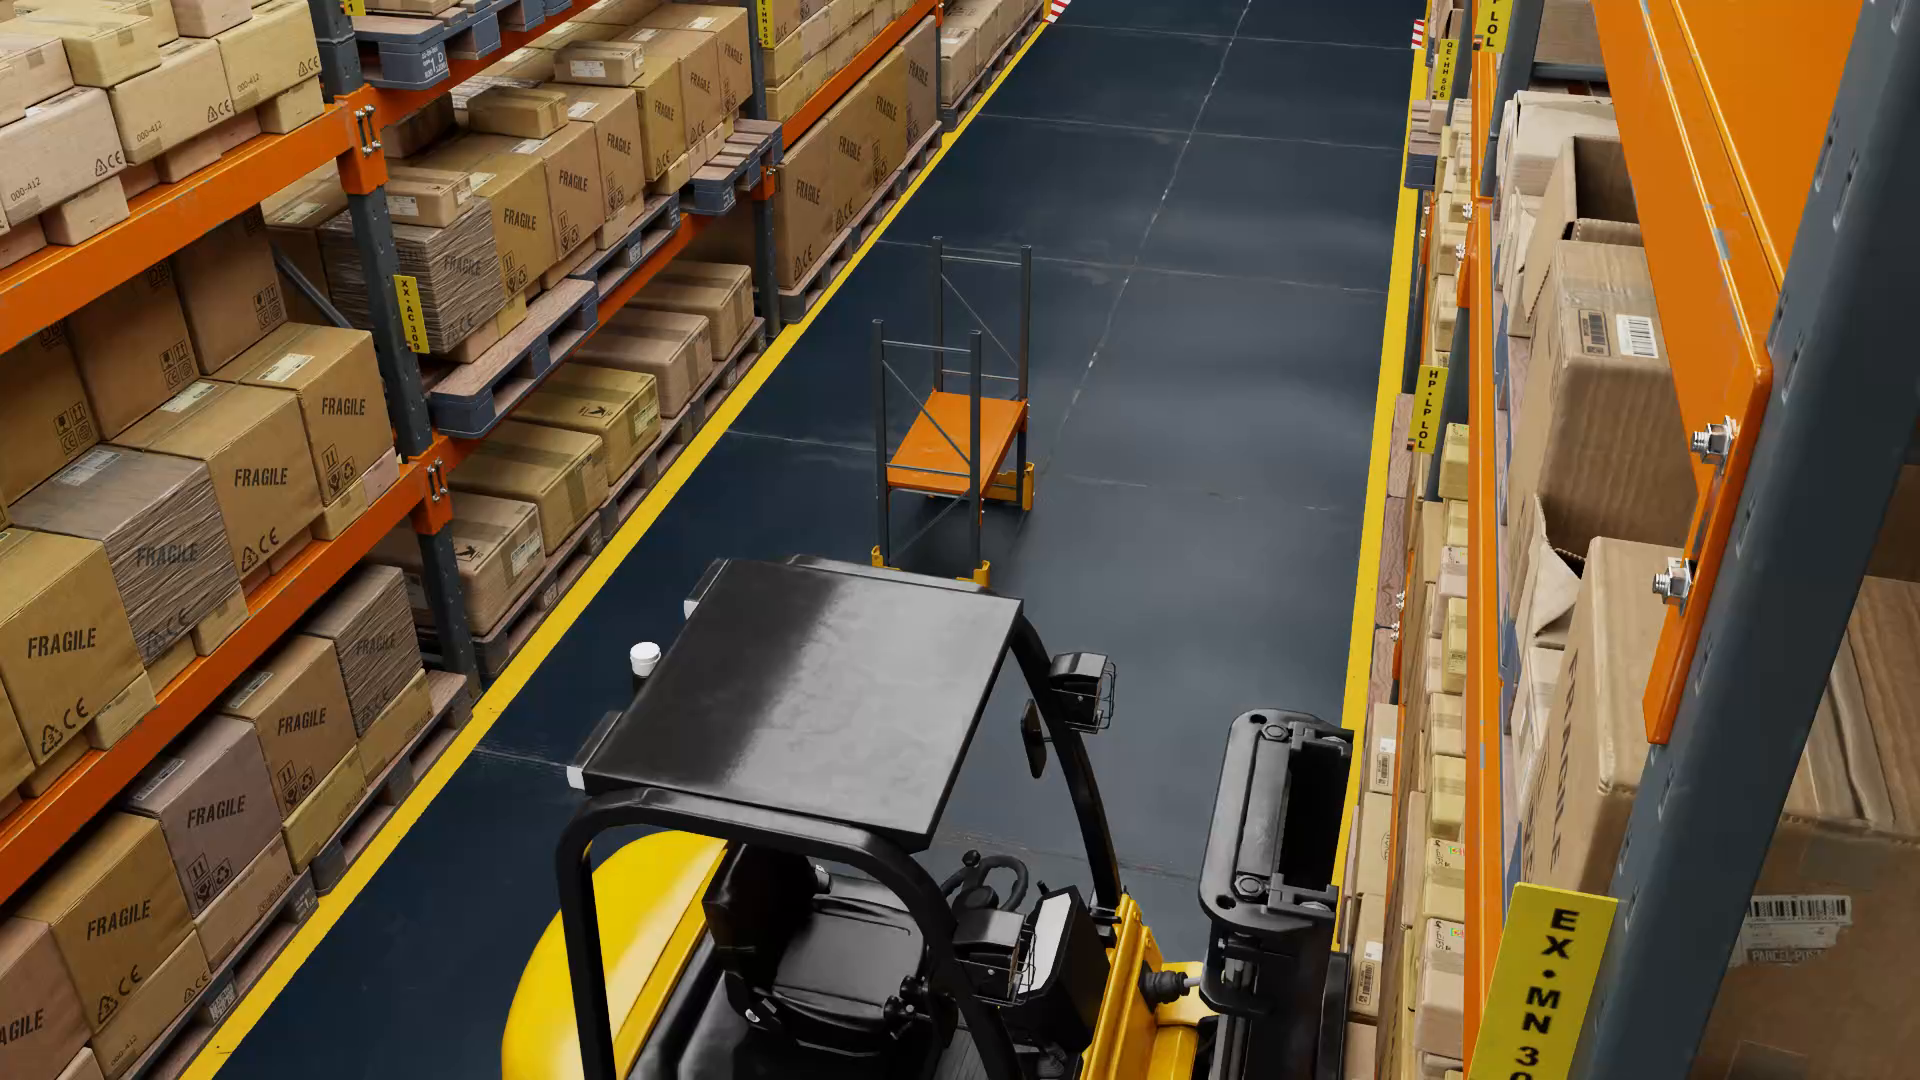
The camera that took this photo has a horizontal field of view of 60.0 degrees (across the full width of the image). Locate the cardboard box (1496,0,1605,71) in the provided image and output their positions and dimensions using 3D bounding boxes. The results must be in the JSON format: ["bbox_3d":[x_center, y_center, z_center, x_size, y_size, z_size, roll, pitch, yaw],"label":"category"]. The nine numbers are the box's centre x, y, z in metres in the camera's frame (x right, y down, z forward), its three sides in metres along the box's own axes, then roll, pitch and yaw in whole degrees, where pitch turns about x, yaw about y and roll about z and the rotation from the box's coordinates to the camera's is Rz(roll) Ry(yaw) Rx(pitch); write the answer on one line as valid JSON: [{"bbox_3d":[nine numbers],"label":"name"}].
[{"bbox_3d":[2.064,-1.773,5.546,0.500,0.311,0.500,7,33,11],"label":"cardboard box"}]

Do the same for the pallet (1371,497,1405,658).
[{"bbox_3d":[2.572,0.237,8.180,1.003,0.211,1.213,8,33,12],"label":"pallet"}]

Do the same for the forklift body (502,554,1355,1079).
[{"bbox_3d":[-0.183,1.285,4.725,2.313,2.155,1.214,8,33,12],"label":"forklift body"}]

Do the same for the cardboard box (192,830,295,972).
[{"bbox_3d":[-2.836,1.277,6.117,0.500,0.250,0.500,9,33,13],"label":"cardboard box"}]

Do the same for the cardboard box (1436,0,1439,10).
[{"bbox_3d":[3.807,-4.067,11.867,0.700,0.500,0.500,9,34,14],"label":"cardboard box"}]

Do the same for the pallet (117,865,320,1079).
[{"bbox_3d":[-3.130,1.574,6.077,1.003,0.211,1.213,8,33,12],"label":"pallet"}]

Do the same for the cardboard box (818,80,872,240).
[{"bbox_3d":[-1.185,-2.757,11.879,0.875,0.875,0.875,8,33,13],"label":"cardboard box"}]

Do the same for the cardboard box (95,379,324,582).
[{"bbox_3d":[-2.683,-0.226,5.939,0.500,0.500,0.500,9,34,14],"label":"cardboard box"}]

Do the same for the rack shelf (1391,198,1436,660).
[{"bbox_3d":[2.623,-0.651,7.649,1.077,0.370,4.000,8,33,12],"label":"rack shelf"}]

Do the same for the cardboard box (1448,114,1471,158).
[{"bbox_3d":[2.698,-2.045,8.472,0.380,0.149,0.250,9,33,13],"label":"cardboard box"}]

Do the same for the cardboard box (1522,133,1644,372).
[{"bbox_3d":[1.519,-0.449,3.284,0.797,0.503,0.637,9,34,14],"label":"cardboard box"}]

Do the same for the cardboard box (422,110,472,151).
[{"bbox_3d":[-2.530,-1.731,7.915,0.500,0.500,0.500,9,34,14],"label":"cardboard box"}]

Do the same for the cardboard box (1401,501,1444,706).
[{"bbox_3d":[1.750,0.236,5.490,0.500,0.500,0.500,7,33,11],"label":"cardboard box"}]

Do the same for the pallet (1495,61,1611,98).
[{"bbox_3d":[2.327,-1.562,5.793,0.805,0.209,1.217,7,33,10],"label":"pallet"}]

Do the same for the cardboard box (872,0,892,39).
[{"bbox_3d":[-0.803,-3.888,12.210,0.500,0.250,0.500,7,33,11],"label":"cardboard box"}]

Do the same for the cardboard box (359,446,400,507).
[{"bbox_3d":[-2.473,-0.277,6.623,0.380,0.149,0.250,8,33,12],"label":"cardboard box"}]

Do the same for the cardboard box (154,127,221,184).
[{"bbox_3d":[-2.662,-1.290,5.422,0.380,0.149,0.250,8,33,13],"label":"cardboard box"}]

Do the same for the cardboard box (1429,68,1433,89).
[{"bbox_3d":[4.396,-3.985,14.161,0.700,0.500,0.500,7,33,11],"label":"cardboard box"}]

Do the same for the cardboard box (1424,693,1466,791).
[{"bbox_3d":[1.428,0.557,4.380,0.380,0.149,0.250,7,33,11],"label":"cardboard box"}]

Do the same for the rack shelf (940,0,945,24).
[{"bbox_3d":[-0.149,-5.477,15.239,1.077,0.370,4.000,8,33,12],"label":"rack shelf"}]

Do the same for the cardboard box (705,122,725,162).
[{"bbox_3d":[-1.546,-2.250,9.336,0.380,0.149,0.250,8,33,12],"label":"cardboard box"}]

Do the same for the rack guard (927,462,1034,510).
[{"bbox_3d":[0.107,-0.324,9.027,0.587,0.250,0.087,8,33,12],"label":"rack guard"}]

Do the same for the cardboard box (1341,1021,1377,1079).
[{"bbox_3d":[1.294,1.648,4.602,0.500,0.250,0.500,7,33,11],"label":"cardboard box"}]

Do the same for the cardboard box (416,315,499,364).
[{"bbox_3d":[-2.241,-0.906,7.222,0.380,0.149,0.250,8,33,13],"label":"cardboard box"}]

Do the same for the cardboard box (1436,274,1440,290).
[{"bbox_3d":[2.398,-1.146,7.431,0.500,0.250,0.500,8,33,13],"label":"cardboard box"}]

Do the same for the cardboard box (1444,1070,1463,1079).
[{"bbox_3d":[1.153,1.235,3.314,0.380,0.149,0.250,8,33,12],"label":"cardboard box"}]

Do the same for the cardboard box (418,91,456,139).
[{"bbox_3d":[-2.579,-1.985,7.710,0.380,0.149,0.250,7,33,10],"label":"cardboard box"}]

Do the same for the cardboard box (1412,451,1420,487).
[{"bbox_3d":[2.113,-0.412,6.743,0.500,0.250,0.500,8,33,12],"label":"cardboard box"}]

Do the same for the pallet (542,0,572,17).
[{"bbox_3d":[-2.167,-2.622,7.457,1.213,0.211,1.003,8,33,12],"label":"pallet"}]

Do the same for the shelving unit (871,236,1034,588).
[{"bbox_3d":[-0.019,-0.593,8.285,0.587,1.500,1.083,8,33,12],"label":"shelving unit"}]

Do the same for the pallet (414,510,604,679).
[{"bbox_3d":[-2.490,0.182,8.267,1.003,0.211,1.213,8,33,12],"label":"pallet"}]

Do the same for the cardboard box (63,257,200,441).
[{"bbox_3d":[-3.159,-0.720,5.784,0.700,0.500,0.500,8,33,13],"label":"cardboard box"}]

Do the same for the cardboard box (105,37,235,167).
[{"bbox_3d":[-2.665,-1.391,5.208,0.500,0.250,0.500,7,33,12],"label":"cardboard box"}]

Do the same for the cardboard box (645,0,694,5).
[{"bbox_3d":[-1.793,-3.435,10.332,0.500,0.500,0.500,7,33,11],"label":"cardboard box"}]

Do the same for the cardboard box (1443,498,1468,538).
[{"bbox_3d":[1.780,-0.103,5.419,0.380,0.149,0.250,8,33,12],"label":"cardboard box"}]

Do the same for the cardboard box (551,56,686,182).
[{"bbox_3d":[-1.765,-2.206,8.662,0.500,0.500,0.500,6,33,9],"label":"cardboard box"}]

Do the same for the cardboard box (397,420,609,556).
[{"bbox_3d":[-2.377,-0.305,8.492,0.950,0.372,0.625,10,34,15],"label":"cardboard box"}]

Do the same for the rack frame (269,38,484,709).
[{"bbox_3d":[-2.687,-0.591,6.883,1.000,3.000,0.127,8,33,12],"label":"rack frame"}]

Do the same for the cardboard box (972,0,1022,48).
[{"bbox_3d":[0.064,-5.082,15.945,0.875,0.438,0.875,9,34,14],"label":"cardboard box"}]

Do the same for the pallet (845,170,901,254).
[{"bbox_3d":[-1.087,-2.520,12.517,1.003,0.211,1.213,8,33,12],"label":"pallet"}]

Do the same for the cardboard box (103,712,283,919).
[{"bbox_3d":[-2.833,0.949,5.935,0.500,0.500,0.500,10,34,15],"label":"cardboard box"}]

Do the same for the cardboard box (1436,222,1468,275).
[{"bbox_3d":[2.275,-1.256,7.231,0.380,0.149,0.250,7,33,11],"label":"cardboard box"}]

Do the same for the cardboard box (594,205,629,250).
[{"bbox_3d":[-1.883,-1.578,8.280,0.380,0.149,0.250,9,34,14],"label":"cardboard box"}]

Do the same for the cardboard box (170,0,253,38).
[{"bbox_3d":[-2.548,-1.748,5.398,0.380,0.149,0.250,7,33,11],"label":"cardboard box"}]

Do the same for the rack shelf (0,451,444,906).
[{"bbox_3d":[-3.194,0.751,5.444,1.077,0.370,4.000,8,33,12],"label":"rack shelf"}]

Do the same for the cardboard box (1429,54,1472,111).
[{"bbox_3d":[3.085,-2.698,9.947,0.500,0.250,0.500,6,33,10],"label":"cardboard box"}]

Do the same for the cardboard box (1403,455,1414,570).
[{"bbox_3d":[2.630,-0.156,8.022,0.875,0.625,0.625,7,33,10],"label":"cardboard box"}]

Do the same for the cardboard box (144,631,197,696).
[{"bbox_3d":[-2.822,0.380,5.591,0.380,0.149,0.250,7,33,12],"label":"cardboard box"}]

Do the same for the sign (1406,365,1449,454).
[{"bbox_3d":[1.588,-0.441,5.642,0.100,0.325,0.005,8,33,12],"label":"sign"}]

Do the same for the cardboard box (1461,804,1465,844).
[{"bbox_3d":[1.371,0.706,3.869,0.380,0.149,0.250,8,33,13],"label":"cardboard box"}]
